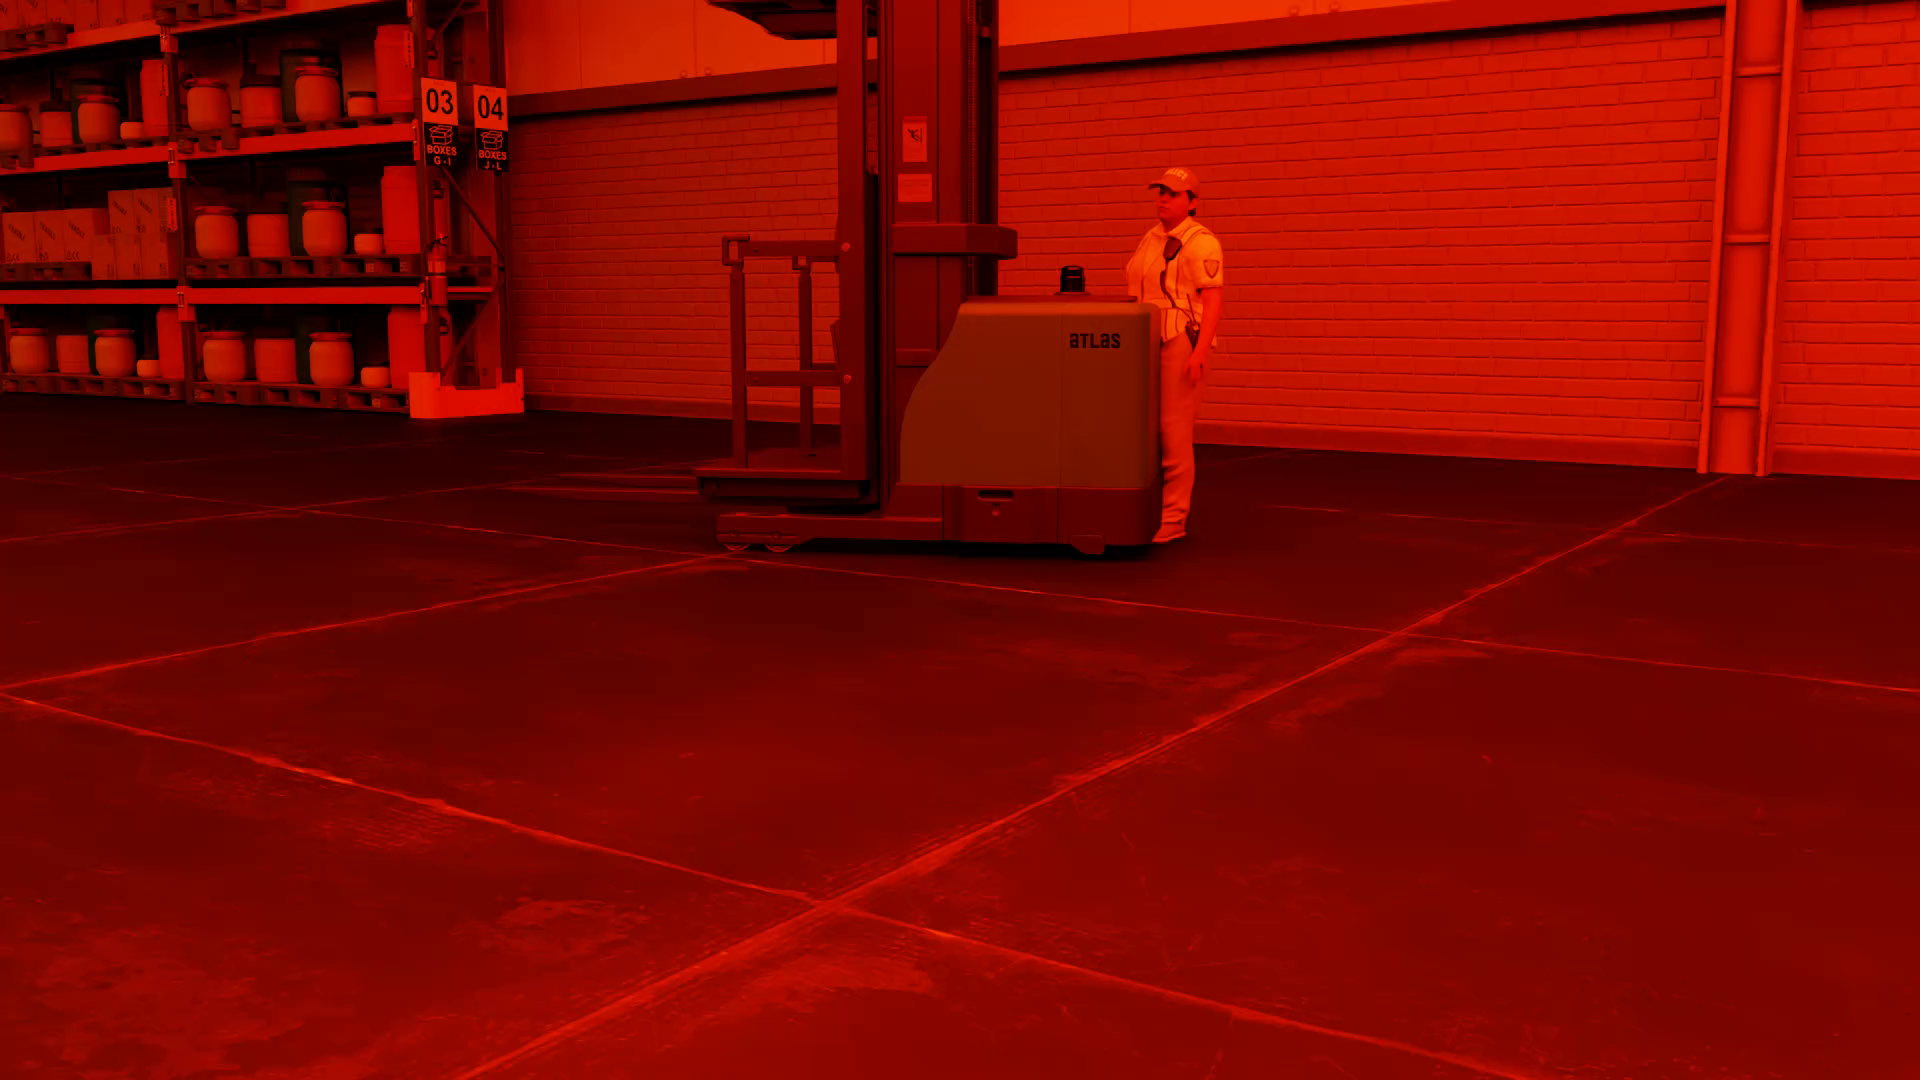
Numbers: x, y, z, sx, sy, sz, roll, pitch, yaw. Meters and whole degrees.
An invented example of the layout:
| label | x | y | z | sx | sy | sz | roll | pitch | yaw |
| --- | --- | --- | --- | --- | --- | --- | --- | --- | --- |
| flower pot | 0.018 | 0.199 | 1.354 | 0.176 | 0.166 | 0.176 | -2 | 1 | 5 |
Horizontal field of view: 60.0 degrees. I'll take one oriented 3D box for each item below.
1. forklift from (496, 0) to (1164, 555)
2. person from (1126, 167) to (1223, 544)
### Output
| label | x | y | z | sx | sy | sz | roll | pitch | yaw |
| --- | --- | --- | --- | --- | --- | --- | --- | --- | --- |
| forklift | -0.596 | -1.469 | 7.520 | 3.031 | 2.935 | 1.130 | 2 | 8 | 12 |
| person | 0.877 | -0.832 | 7.513 | 0.510 | 1.673 | 0.596 | -6 | 10 | -35 |
